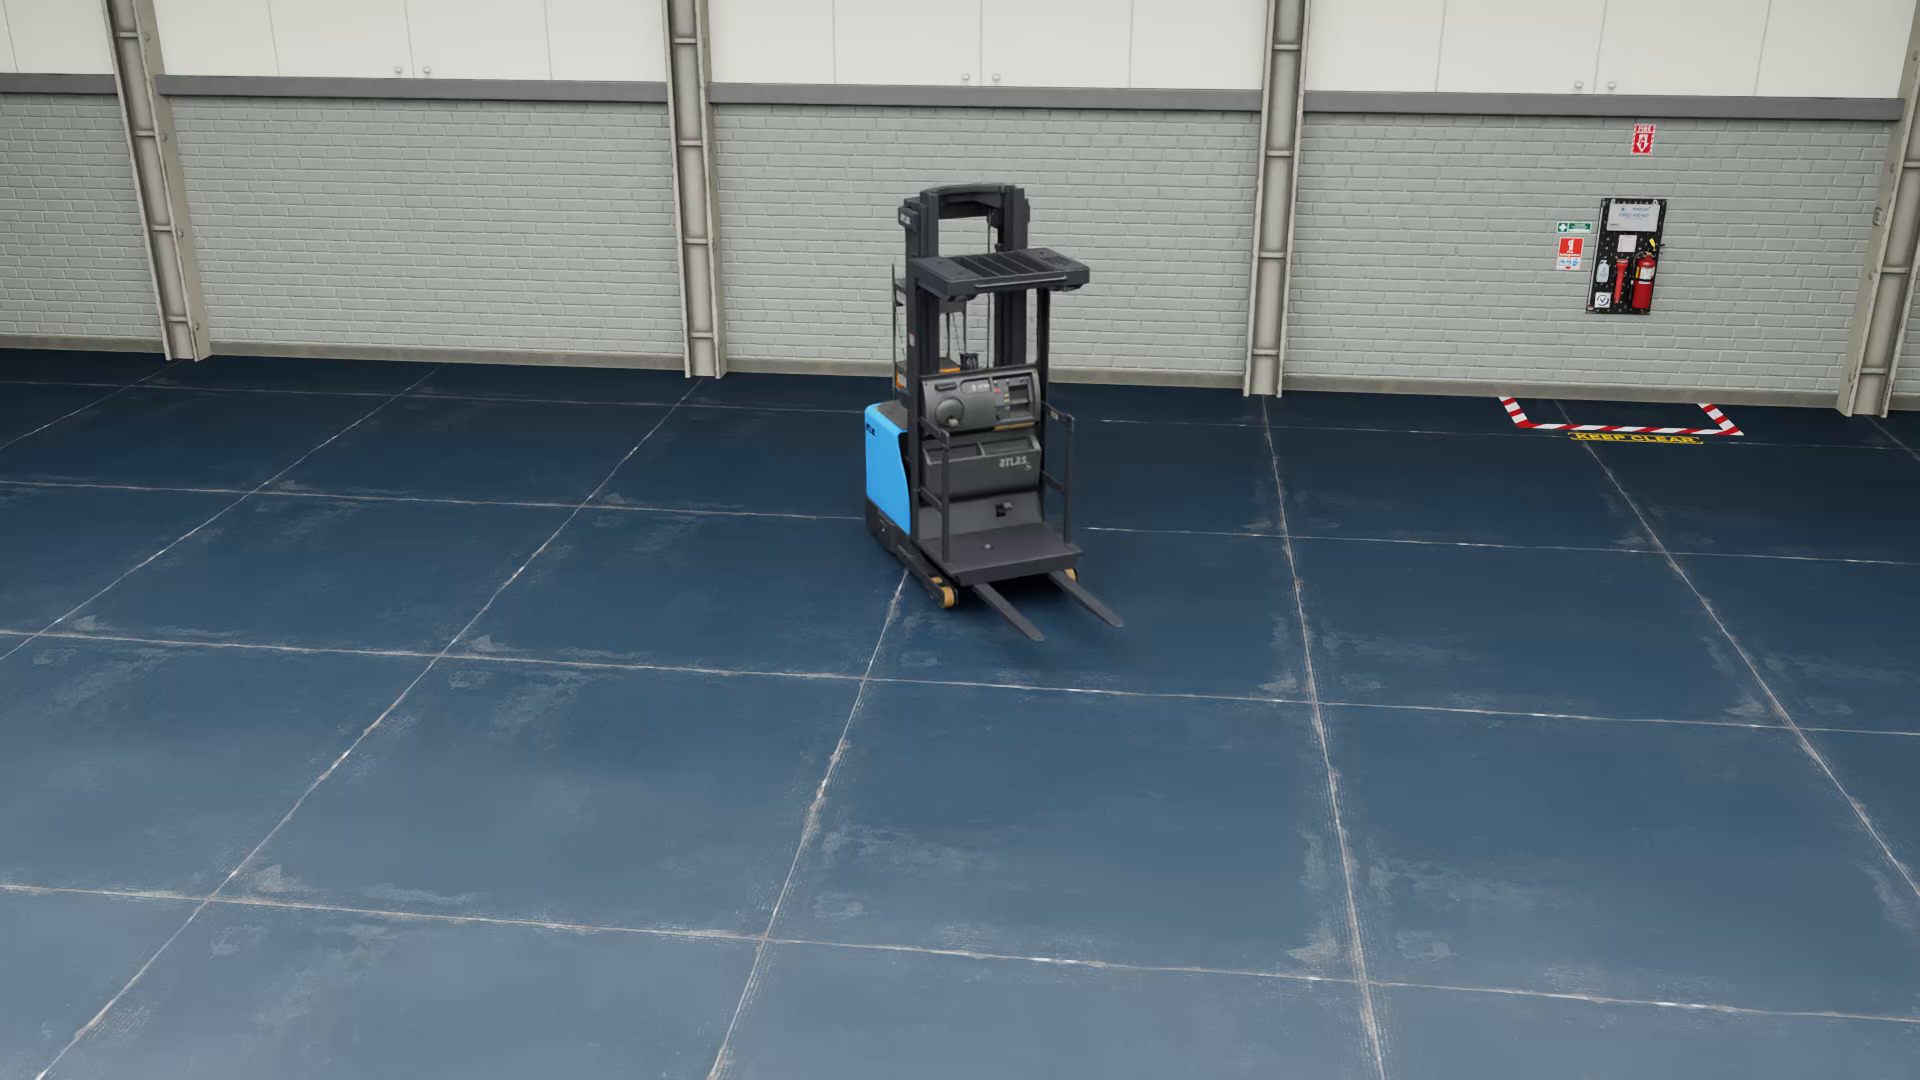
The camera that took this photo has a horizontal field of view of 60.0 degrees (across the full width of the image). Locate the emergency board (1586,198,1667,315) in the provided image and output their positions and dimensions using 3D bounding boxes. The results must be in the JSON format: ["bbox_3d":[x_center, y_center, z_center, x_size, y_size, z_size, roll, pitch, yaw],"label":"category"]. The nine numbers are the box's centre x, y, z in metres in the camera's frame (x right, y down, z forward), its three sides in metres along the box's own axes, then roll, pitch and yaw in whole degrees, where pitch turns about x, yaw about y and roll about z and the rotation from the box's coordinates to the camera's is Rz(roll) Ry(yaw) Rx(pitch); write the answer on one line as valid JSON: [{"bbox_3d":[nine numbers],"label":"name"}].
[{"bbox_3d":[6.693,-2.812,16.633,0.643,1.169,0.194,2,22,6],"label":"emergency board"}]

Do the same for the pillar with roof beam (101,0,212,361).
[{"bbox_3d":[-9.239,-4.688,13.219,0.400,9.000,9.100,2,22,6],"label":"pillar with roof beam"}]

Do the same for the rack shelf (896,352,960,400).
[{"bbox_3d":[-0.256,-1.256,13.958,0.480,0.518,0.431,-9,23,-21],"label":"rack shelf"}]

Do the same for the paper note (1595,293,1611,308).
[{"bbox_3d":[6.525,-2.436,16.878,0.142,0.148,0.016,2,22,6],"label":"paper note"}]

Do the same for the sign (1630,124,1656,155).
[{"bbox_3d":[6.697,-3.927,16.300,0.199,0.298,0.001,2,22,6],"label":"sign"}]

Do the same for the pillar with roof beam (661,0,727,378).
[{"bbox_3d":[-3.281,-4.429,12.562,0.400,9.000,9.100,2,22,6],"label":"pillar with roof beam"}]

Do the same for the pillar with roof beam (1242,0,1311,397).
[{"bbox_3d":[2.678,-4.169,11.906,0.400,9.000,9.100,2,22,6],"label":"pillar with roof beam"}]

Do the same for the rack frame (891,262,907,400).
[{"bbox_3d":[-0.481,-1.234,13.866,0.015,2.100,0.400,-9,23,-21],"label":"rack frame"}]

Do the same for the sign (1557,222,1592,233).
[{"bbox_3d":[6.159,-3.134,16.676,0.331,0.109,0.001,2,22,6],"label":"sign"}]

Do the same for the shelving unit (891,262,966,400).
[{"bbox_3d":[-0.256,-1.269,13.953,0.503,2.100,0.431,-9,23,-21],"label":"shelving unit"}]

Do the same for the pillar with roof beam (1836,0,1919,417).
[{"bbox_3d":[8.636,-3.910,11.249,0.400,9.000,9.100,2,22,6],"label":"pillar with roof beam"}]

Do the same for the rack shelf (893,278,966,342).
[{"bbox_3d":[-0.256,-1.907,13.701,0.480,0.518,0.431,-9,23,-21],"label":"rack shelf"}]

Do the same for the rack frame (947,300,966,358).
[{"bbox_3d":[-0.030,-1.303,14.040,0.015,2.100,0.400,-9,23,-21],"label":"rack frame"}]

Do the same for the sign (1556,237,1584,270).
[{"bbox_3d":[6.156,-2.891,16.782,0.234,0.329,0.001,2,22,6],"label":"sign"}]

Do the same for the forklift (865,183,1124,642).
[{"bbox_3d":[0.248,-1.031,12.222,1.130,2.935,3.031,-9,23,-21],"label":"forklift"}]
